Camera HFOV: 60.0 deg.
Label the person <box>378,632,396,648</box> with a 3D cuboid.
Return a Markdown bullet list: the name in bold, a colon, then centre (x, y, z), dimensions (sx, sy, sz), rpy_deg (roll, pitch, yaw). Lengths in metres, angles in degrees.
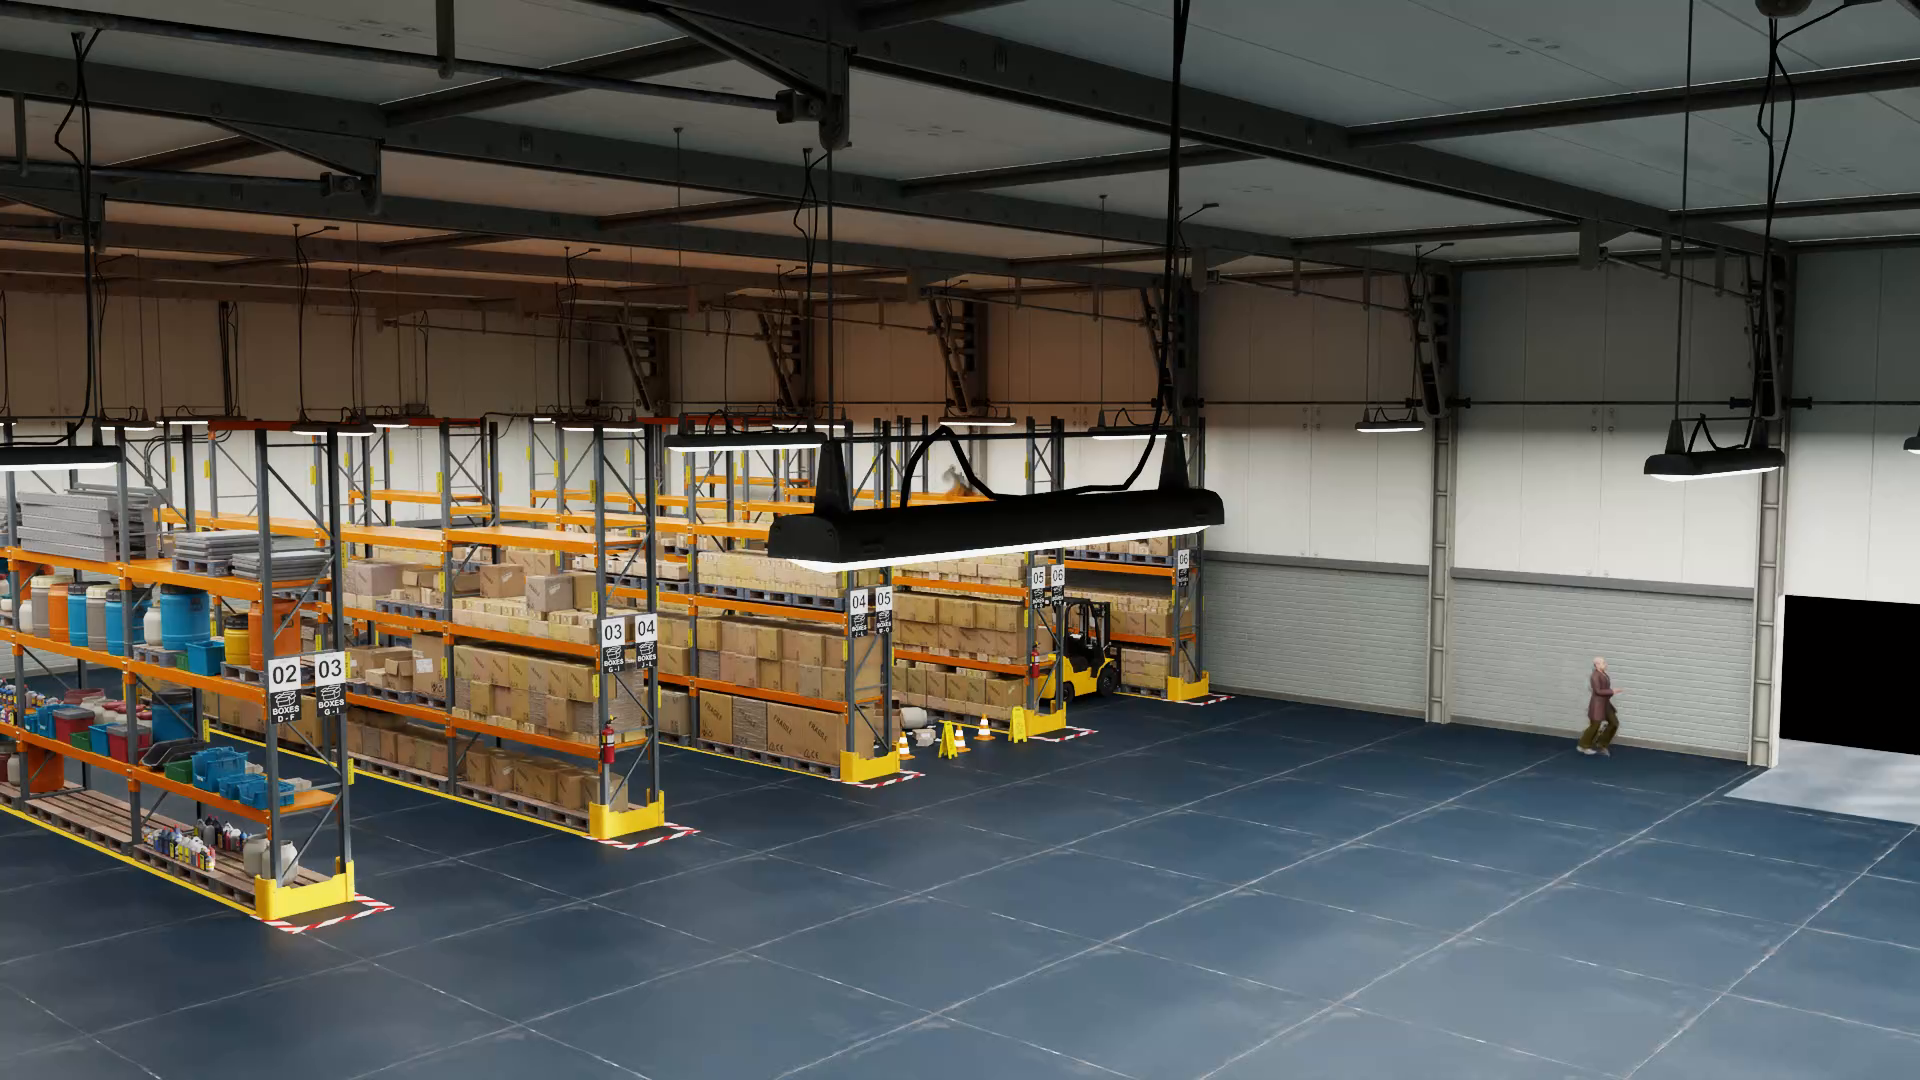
- **person**: centre (-13.912, 2.156, 40.014), dimensions (0.625, 1.699, 0.940), rpy_deg (4, 6, 41)

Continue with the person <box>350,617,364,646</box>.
- **person**: centre (-14.424, 2.217, 39.679), dimensions (0.716, 1.623, 0.649), rpy_deg (-1, 5, -16)

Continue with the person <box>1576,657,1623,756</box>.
- **person**: centre (11.427, 2.993, 29.653), dimensions (0.779, 1.830, 0.698), rpy_deg (4, 6, 41)
